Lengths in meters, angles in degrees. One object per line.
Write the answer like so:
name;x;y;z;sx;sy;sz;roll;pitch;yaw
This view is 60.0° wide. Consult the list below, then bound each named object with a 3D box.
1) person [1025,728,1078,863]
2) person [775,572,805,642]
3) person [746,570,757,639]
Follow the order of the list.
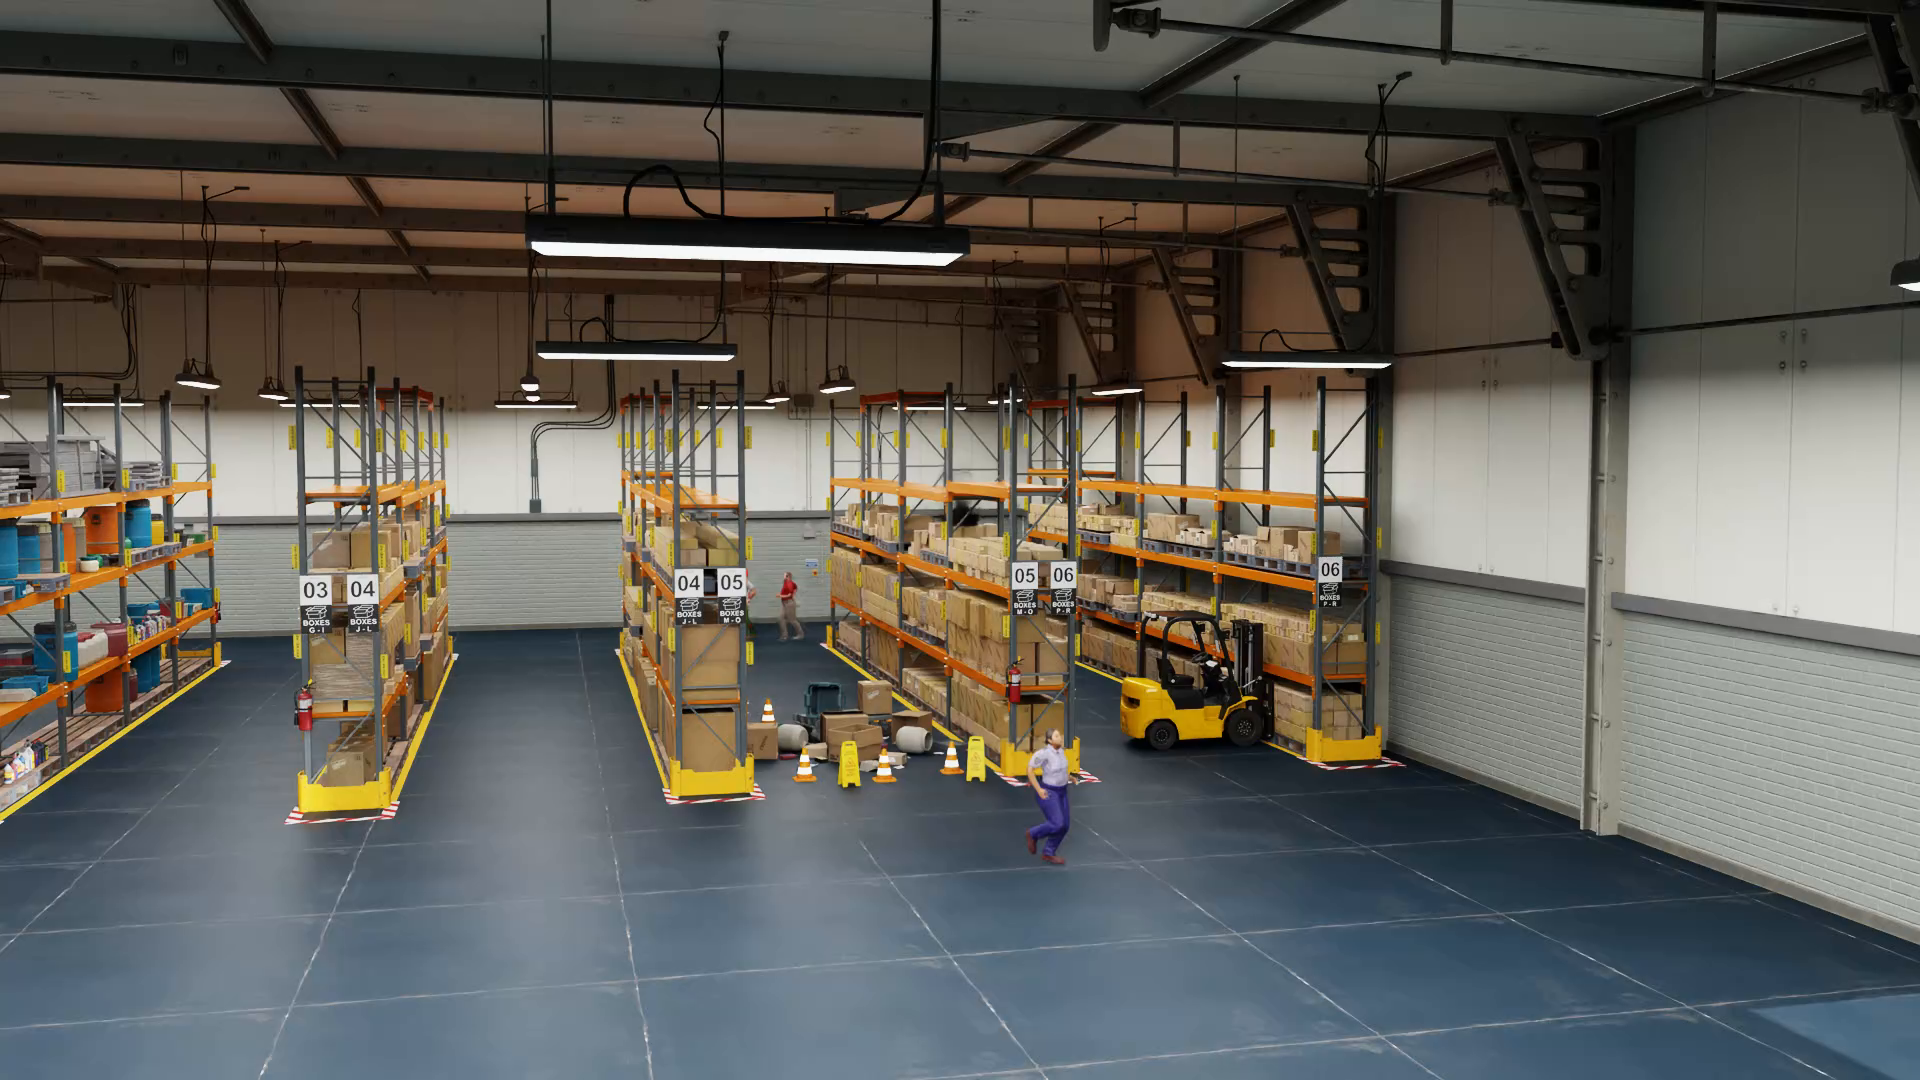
person;1.099;3.030;19.711;0.559;1.612;0.634;3;4;37
person;-4.235;1.687;41.365;0.735;1.789;0.652;-1;4;-13
person;-5.393;1.642;41.461;0.697;1.844;0.652;-1;4;-15
